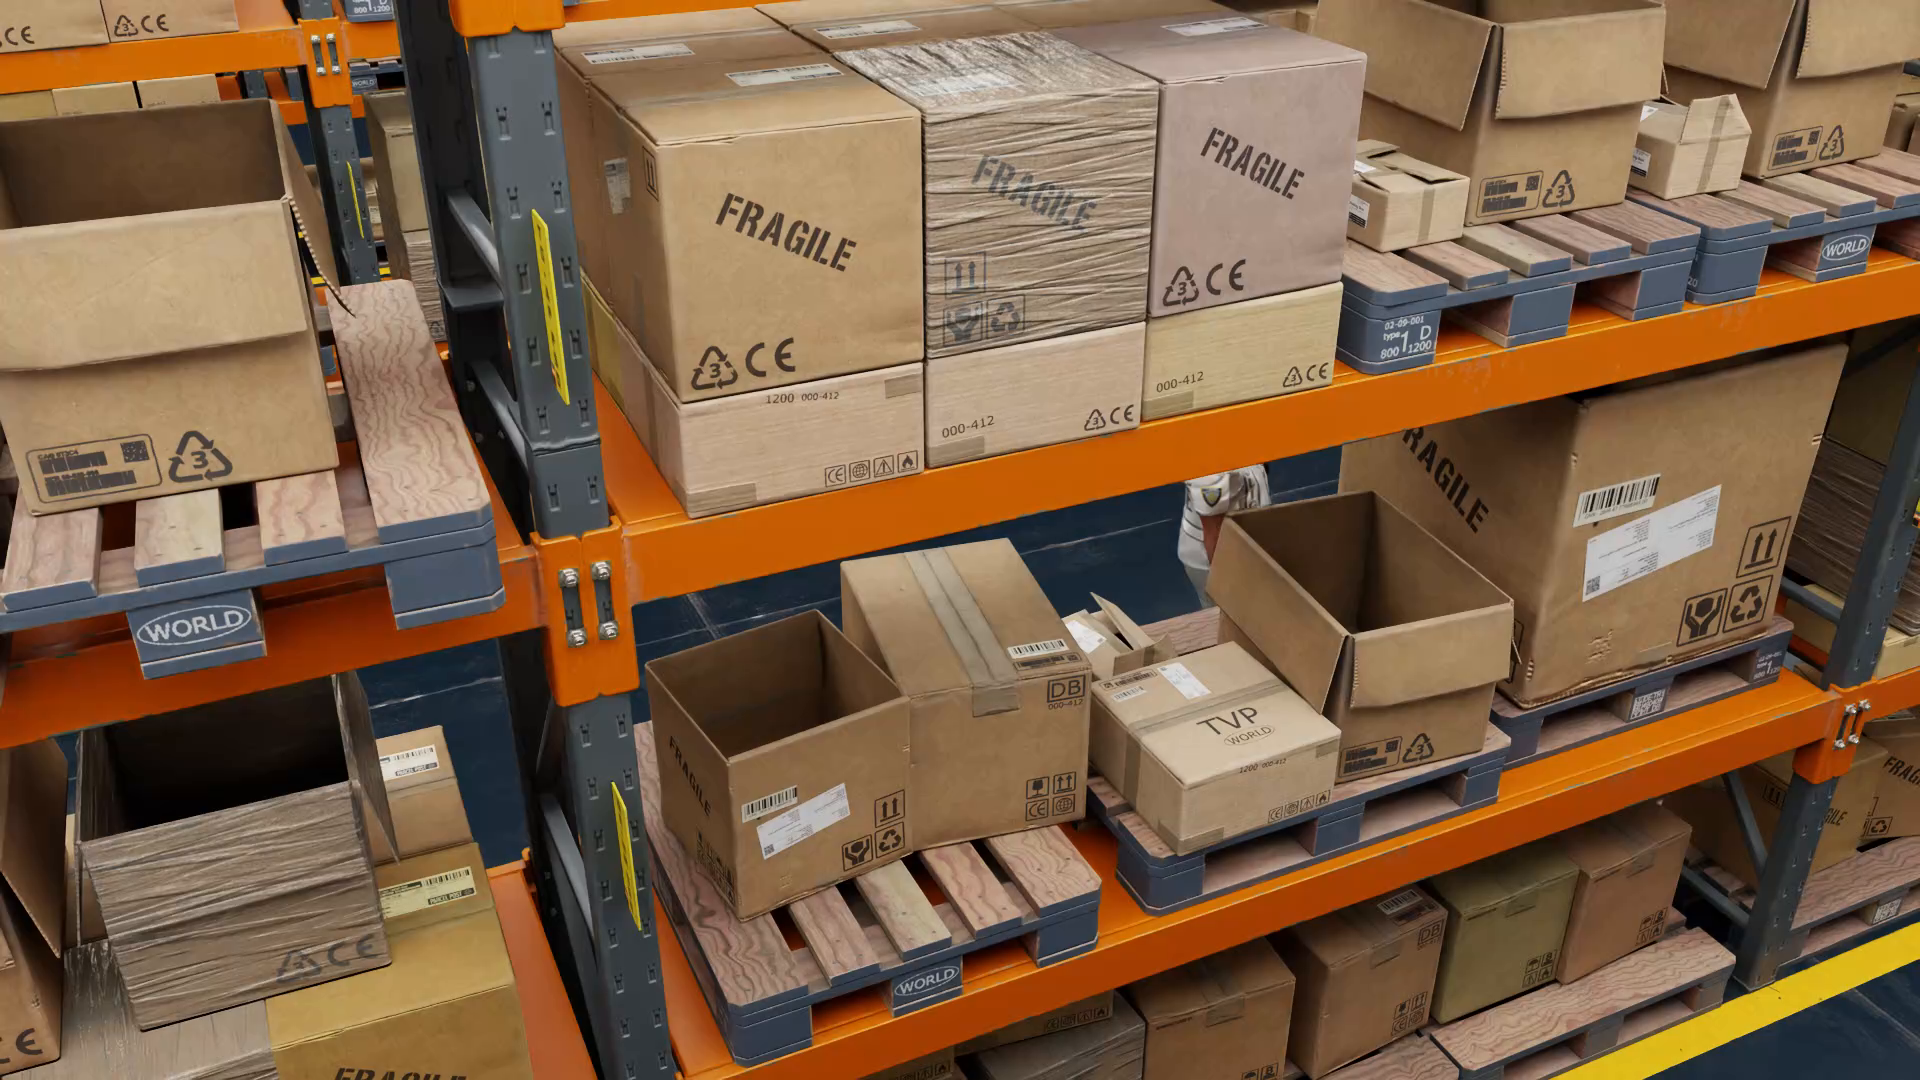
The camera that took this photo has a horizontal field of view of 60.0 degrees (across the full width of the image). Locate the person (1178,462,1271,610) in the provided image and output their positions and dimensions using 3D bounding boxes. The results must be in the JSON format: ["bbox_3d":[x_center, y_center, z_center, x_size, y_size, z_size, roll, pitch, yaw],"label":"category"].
[{"bbox_3d":[1.098,0.028,7.033,0.683,1.751,0.555,7,30,12],"label":"person"}]
